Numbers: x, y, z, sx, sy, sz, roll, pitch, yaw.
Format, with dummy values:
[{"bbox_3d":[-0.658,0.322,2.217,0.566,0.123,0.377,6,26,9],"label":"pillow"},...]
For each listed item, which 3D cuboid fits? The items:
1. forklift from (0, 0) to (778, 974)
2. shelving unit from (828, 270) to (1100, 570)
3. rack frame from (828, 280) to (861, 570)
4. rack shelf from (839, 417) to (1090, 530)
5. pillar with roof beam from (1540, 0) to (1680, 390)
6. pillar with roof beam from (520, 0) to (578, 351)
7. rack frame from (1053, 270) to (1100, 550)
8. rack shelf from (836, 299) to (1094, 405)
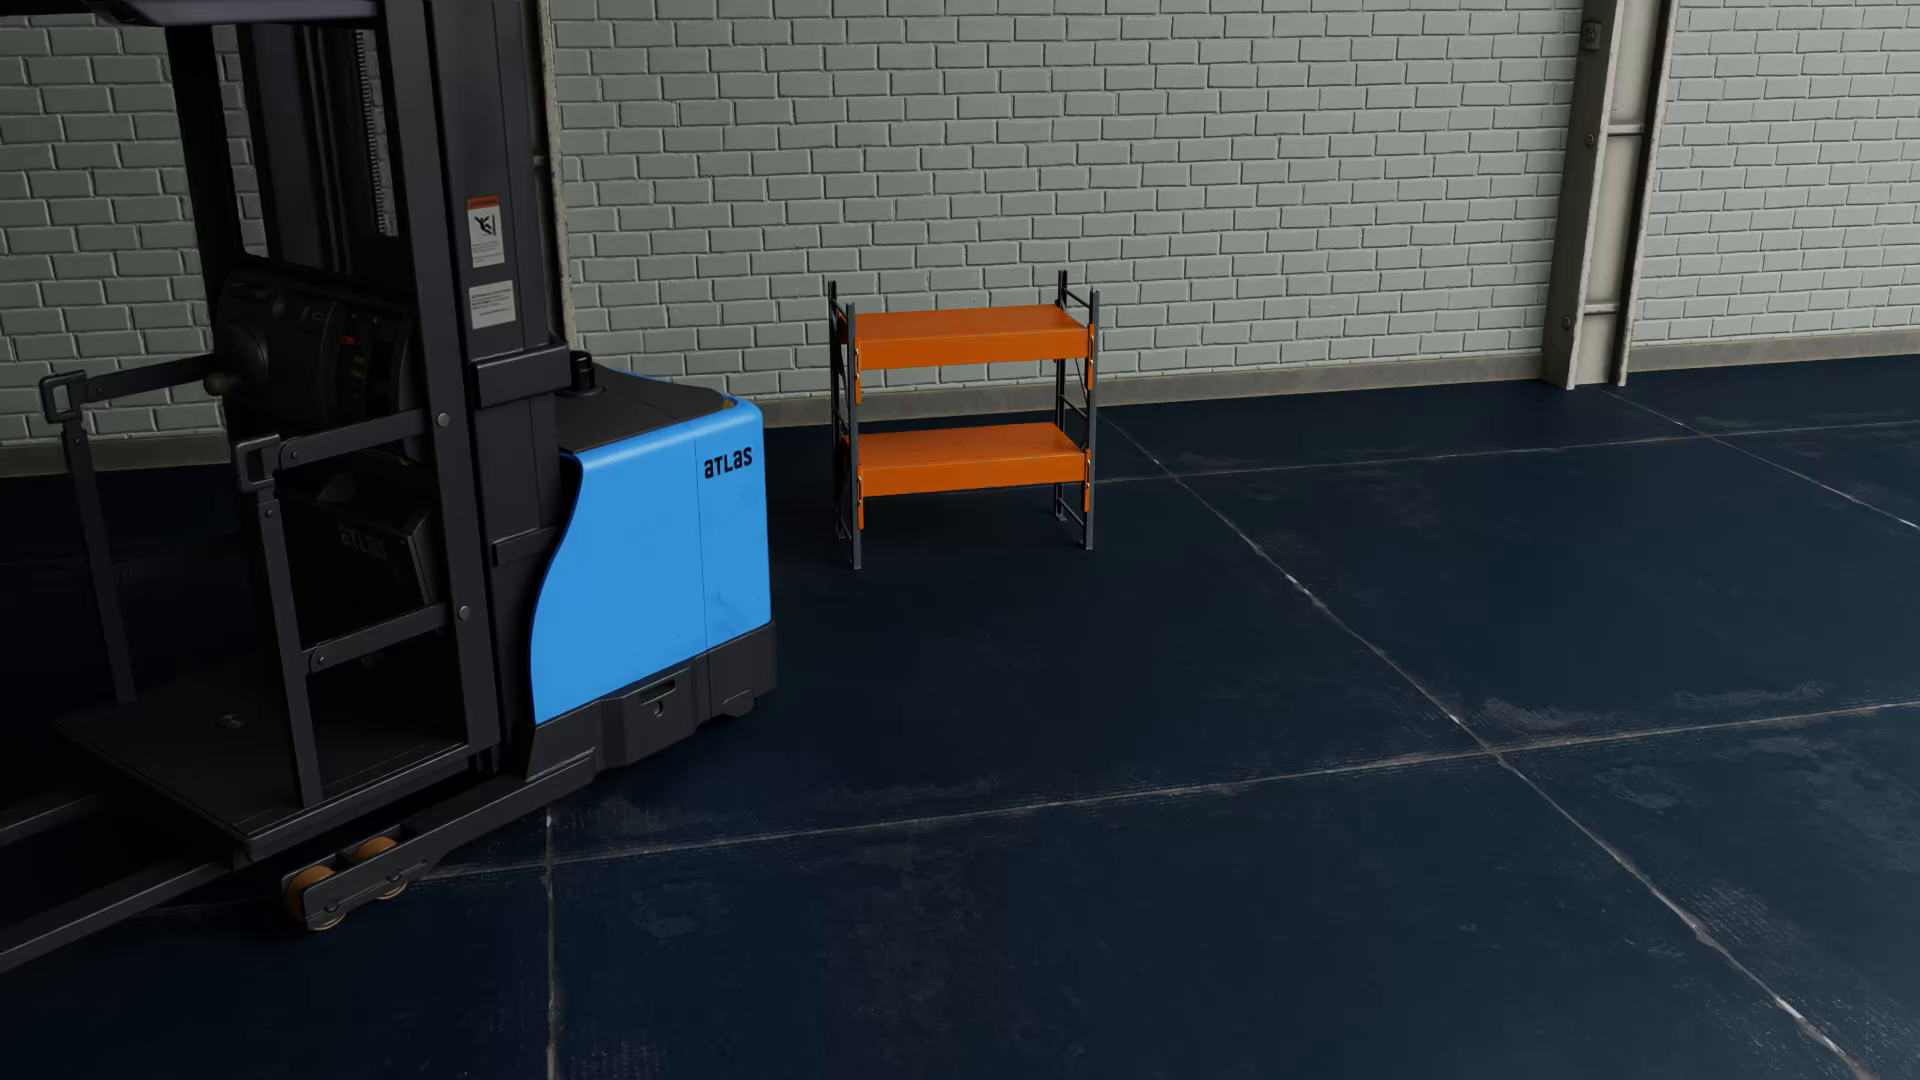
[{"bbox_3d":[-1.936,-0.523,4.481,1.130,2.935,3.031,15,25,36],"label":"forklift"},{"bbox_3d":[0.007,-0.529,7.123,1.048,1.125,0.538,-5,21,-12],"label":"shelving unit"},{"bbox_3d":[-0.488,-0.488,7.013,0.032,1.125,0.500,-5,21,-12],"label":"rack frame"},{"bbox_3d":[0.007,-0.299,7.207,1.000,0.278,0.538,-5,21,-12],"label":"rack shelf"},{"bbox_3d":[4.688,-3.730,4.415,0.400,9.000,9.100,-5,21,-12],"label":"pillar with roof beam"},{"bbox_3d":[-1.151,-3.255,3.118,0.400,9.000,9.100,-5,21,-12],"label":"pillar with roof beam"},{"bbox_3d":[0.501,-0.569,7.232,0.032,1.125,0.500,-5,21,-12],"label":"rack frame"},{"bbox_3d":[0.007,-0.804,7.022,1.000,0.278,0.538,-5,21,-12],"label":"rack shelf"}]
